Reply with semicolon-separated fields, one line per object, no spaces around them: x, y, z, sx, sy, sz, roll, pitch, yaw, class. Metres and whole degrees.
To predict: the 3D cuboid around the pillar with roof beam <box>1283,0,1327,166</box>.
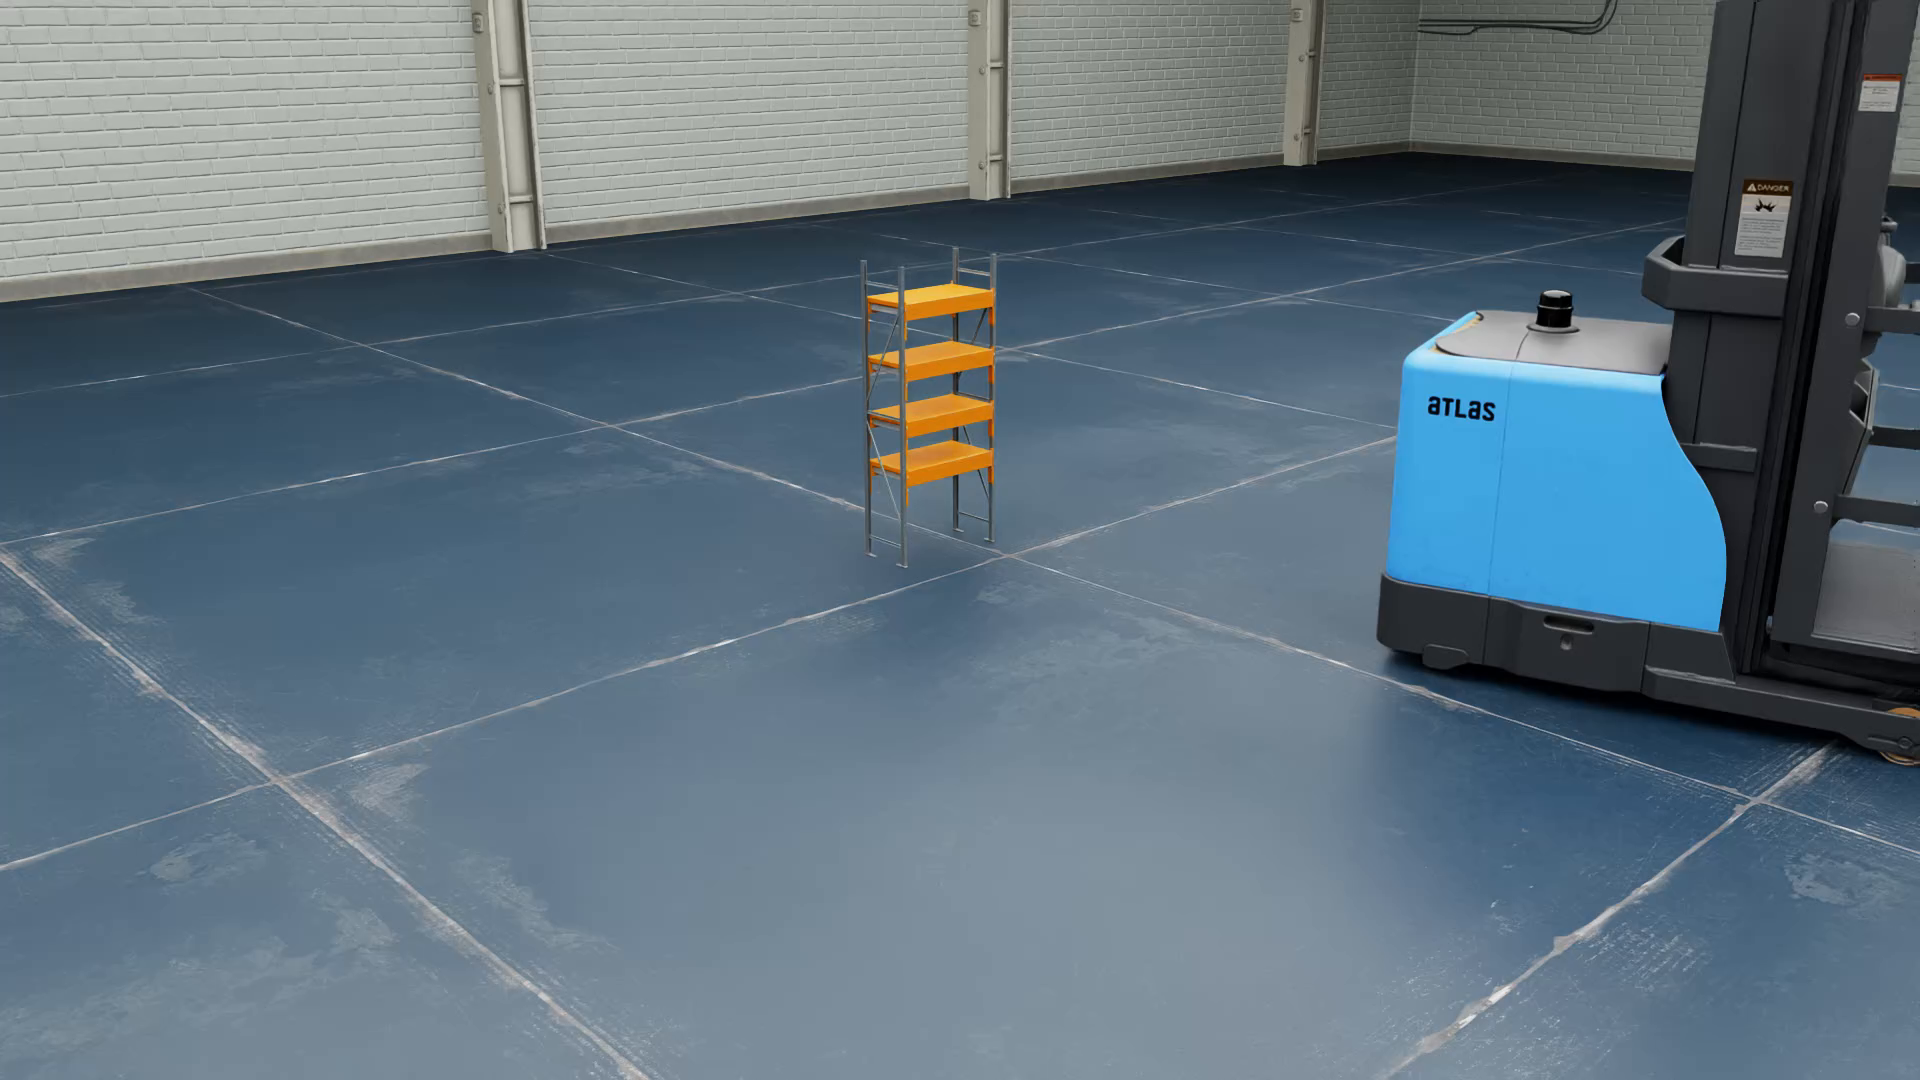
7.653;-8.517;18.663;0.400;9.000;9.100;-16;24;-41;pillar with roof beam

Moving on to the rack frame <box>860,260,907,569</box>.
-0.298;-0.484;6.532;0.015;1.200;0.240;-16;24;-41;rack frame

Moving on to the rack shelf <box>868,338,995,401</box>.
-0.120;-0.684;6.643;0.480;0.148;0.258;-16;24;-41;rack shelf

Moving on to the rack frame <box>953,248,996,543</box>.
0.057;-0.587;6.851;0.015;1.200;0.240;-16;24;-41;rack frame

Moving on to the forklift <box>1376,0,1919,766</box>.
2.491;-0.936;5.223;1.939;2.867;1.129;10;20;27;forklift

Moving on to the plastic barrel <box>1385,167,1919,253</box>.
1.336;-0.769;3.357;38.471;3.701;17.930;-16;24;-41;plastic barrel

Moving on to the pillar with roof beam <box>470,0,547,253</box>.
-1.066;-5.974;10.821;0.400;9.000;9.100;-16;24;-41;pillar with roof beam

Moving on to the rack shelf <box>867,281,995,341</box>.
-0.120;-0.909;6.570;0.480;0.148;0.258;-16;24;-41;rack shelf

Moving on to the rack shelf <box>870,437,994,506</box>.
-0.120;-0.283;6.773;0.480;0.148;0.258;-16;24;-41;rack shelf

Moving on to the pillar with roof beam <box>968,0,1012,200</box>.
3.294;-7.246;14.742;0.400;9.000;9.100;-16;24;-41;pillar with roof beam

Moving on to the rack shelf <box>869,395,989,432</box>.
-0.120;-0.509;6.700;0.457;0.050;0.221;-16;24;-41;rack shelf

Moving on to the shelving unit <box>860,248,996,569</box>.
-0.120;-0.536;6.691;0.503;1.200;0.258;-16;24;-41;shelving unit

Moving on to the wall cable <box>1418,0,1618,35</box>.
7.745;-8.333;23.129;0.112;2.526;3.097;-16;24;-41;wall cable
